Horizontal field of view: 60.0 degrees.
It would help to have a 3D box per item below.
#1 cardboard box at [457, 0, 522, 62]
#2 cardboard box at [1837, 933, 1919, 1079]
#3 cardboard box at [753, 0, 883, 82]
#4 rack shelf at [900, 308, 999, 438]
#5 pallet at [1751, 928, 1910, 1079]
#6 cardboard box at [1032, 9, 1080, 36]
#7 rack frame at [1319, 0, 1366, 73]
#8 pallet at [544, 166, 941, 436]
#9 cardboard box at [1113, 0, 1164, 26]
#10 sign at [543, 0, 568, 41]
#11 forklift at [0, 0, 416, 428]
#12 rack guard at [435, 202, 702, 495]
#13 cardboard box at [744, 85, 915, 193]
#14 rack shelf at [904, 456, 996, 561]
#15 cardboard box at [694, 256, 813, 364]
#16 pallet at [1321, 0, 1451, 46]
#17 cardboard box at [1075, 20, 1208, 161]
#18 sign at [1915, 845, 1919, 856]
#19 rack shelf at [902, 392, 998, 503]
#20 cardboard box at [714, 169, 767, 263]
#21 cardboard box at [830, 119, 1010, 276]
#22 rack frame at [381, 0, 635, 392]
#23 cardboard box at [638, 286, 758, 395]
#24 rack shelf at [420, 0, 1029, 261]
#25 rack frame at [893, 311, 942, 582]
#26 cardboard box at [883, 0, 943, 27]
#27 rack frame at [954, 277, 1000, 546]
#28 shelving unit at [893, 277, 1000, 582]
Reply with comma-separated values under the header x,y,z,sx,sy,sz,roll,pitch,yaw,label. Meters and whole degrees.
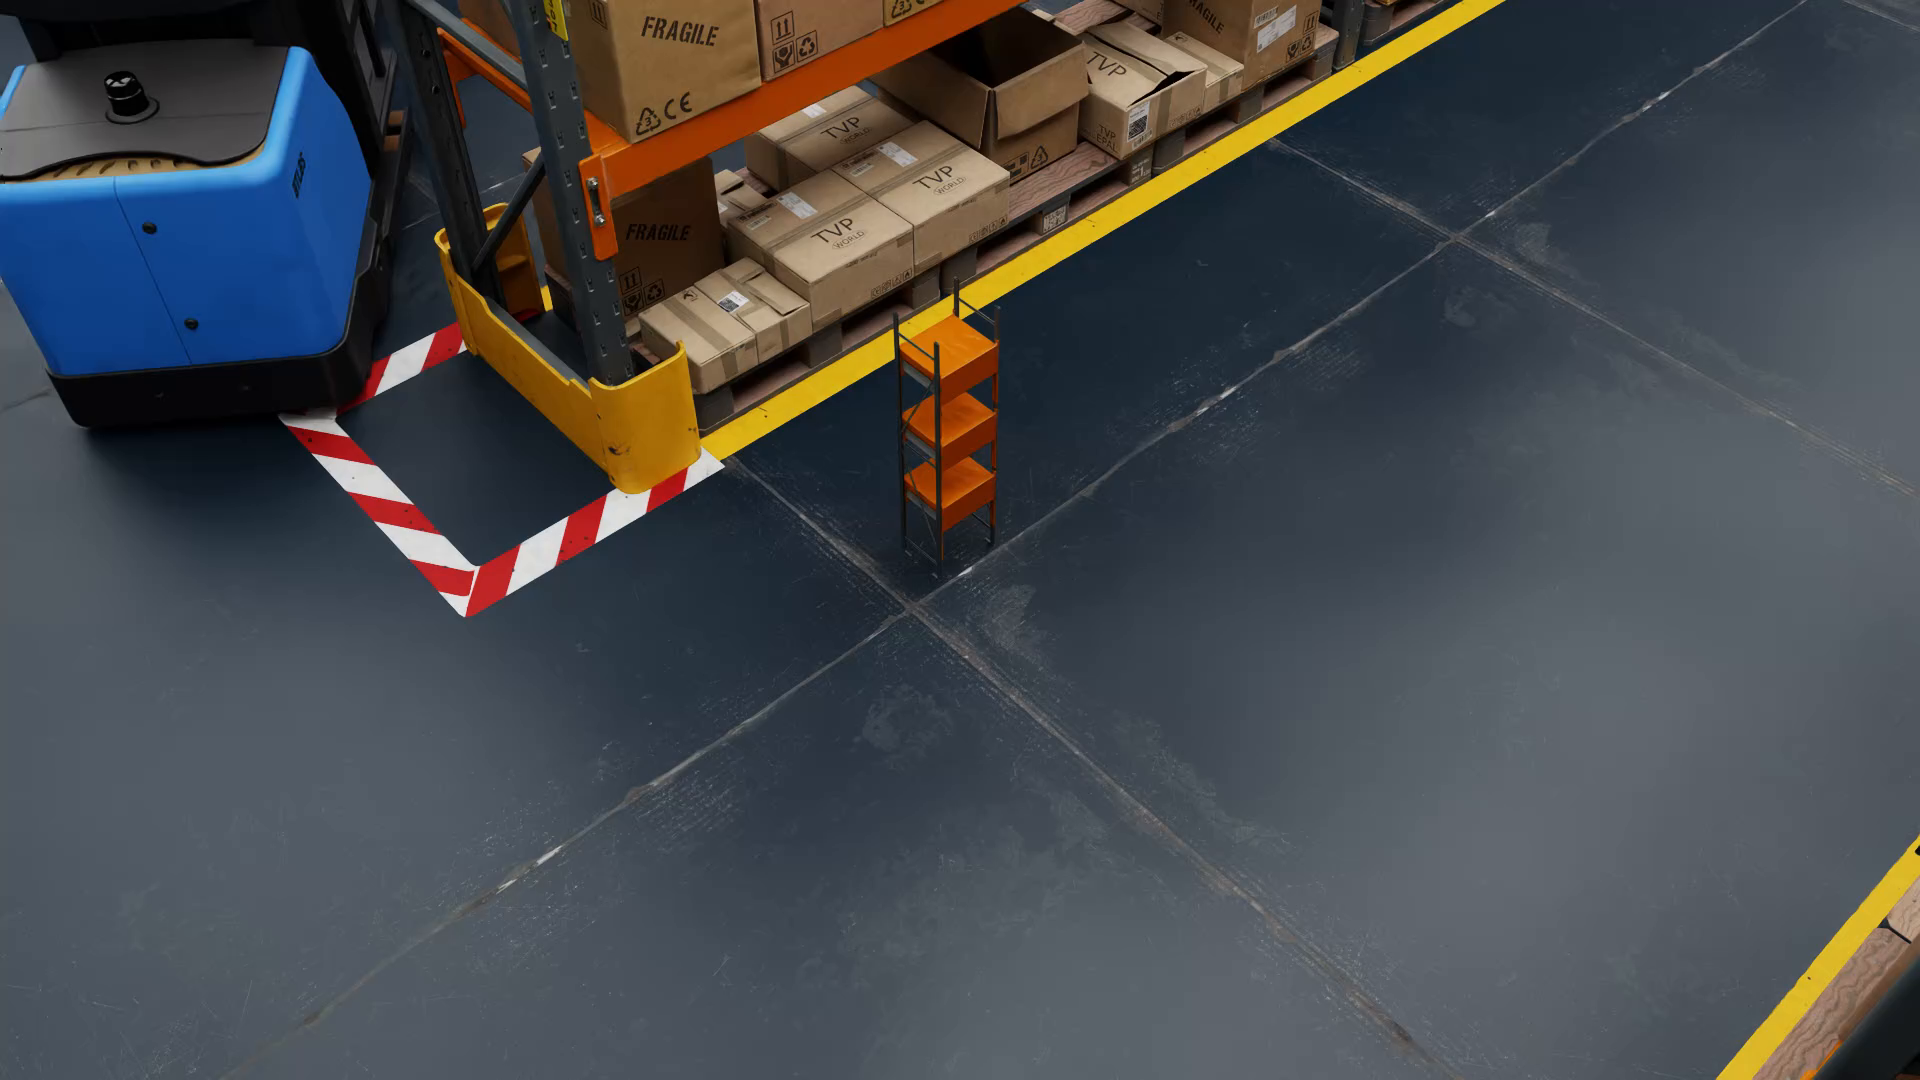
x,y,z,sx,sy,sz,roll,pitch,yaw,label
-1.340,-1.927,5.419,0.500,0.500,0.500,-32,55,-26,cardboard box
2.218,0.809,2.759,0.700,0.700,0.980,-31,55,-26,cardboard box
-0.604,-1.892,5.386,0.500,0.500,0.500,-34,56,-27,cardboard box
-0.040,-0.515,5.139,0.240,0.259,0.215,-34,56,-27,rack shelf
2.386,1.676,4.060,1.213,0.211,1.003,-34,56,-27,pallet
0.382,-2.167,7.337,0.250,0.166,0.380,-34,56,-27,cardboard box
1.471,-3.501,6.940,0.127,3.000,1.000,-34,56,-27,rack frame
-0.843,-1.010,6.539,1.213,0.211,1.003,-34,56,-27,pallet
1.015,-2.649,7.683,0.500,0.311,0.500,-34,56,-27,cardboard box
-1.123,-1.522,4.525,0.005,0.325,0.100,-34,56,-27,sign
-2.922,-2.497,6.059,1.130,2.935,3.031,-6,48,-5,forklift
-1.432,-0.714,6.068,0.348,0.500,1.175,-34,56,-27,rack guard
-0.528,-1.597,6.754,0.500,0.250,0.500,-34,56,-27,cardboard box
-0.040,-0.134,5.552,0.240,0.259,0.215,-34,56,-27,rack shelf
-0.762,-0.856,6.127,0.250,0.166,0.380,-34,56,-27,cardboard box
2.048,-2.979,8.355,1.213,0.211,1.003,-34,56,-27,pallet
0.686,-1.932,7.022,0.500,0.311,0.500,-34,56,-27,cardboard box
1.492,0.393,2.397,0.005,0.325,0.100,-34,56,-27,sign
-0.040,-0.322,5.348,0.240,0.259,0.215,-34,56,-27,rack shelf
-0.891,-1.266,6.506,0.250,0.166,0.380,-34,56,-27,cardboard box
-0.155,-1.350,6.526,0.500,0.250,0.500,-34,56,-27,cardboard box
-1.488,-1.524,5.115,0.127,3.000,1.000,-34,56,-27,rack frame
-0.947,-0.726,6.020,0.250,0.149,0.380,-34,56,-27,cardboard box
-0.008,-2.269,6.292,4.000,0.370,1.077,-34,56,-27,rack shelf
-0.130,-0.269,5.284,0.008,1.050,0.200,-34,56,-27,rack frame
-0.231,-2.138,5.614,0.500,0.500,0.500,-34,56,-27,cardboard box
0.051,-0.390,5.395,0.008,1.050,0.200,-34,56,-27,rack frame
-0.040,-0.330,5.340,0.252,1.050,0.215,-34,56,-27,shelving unit
